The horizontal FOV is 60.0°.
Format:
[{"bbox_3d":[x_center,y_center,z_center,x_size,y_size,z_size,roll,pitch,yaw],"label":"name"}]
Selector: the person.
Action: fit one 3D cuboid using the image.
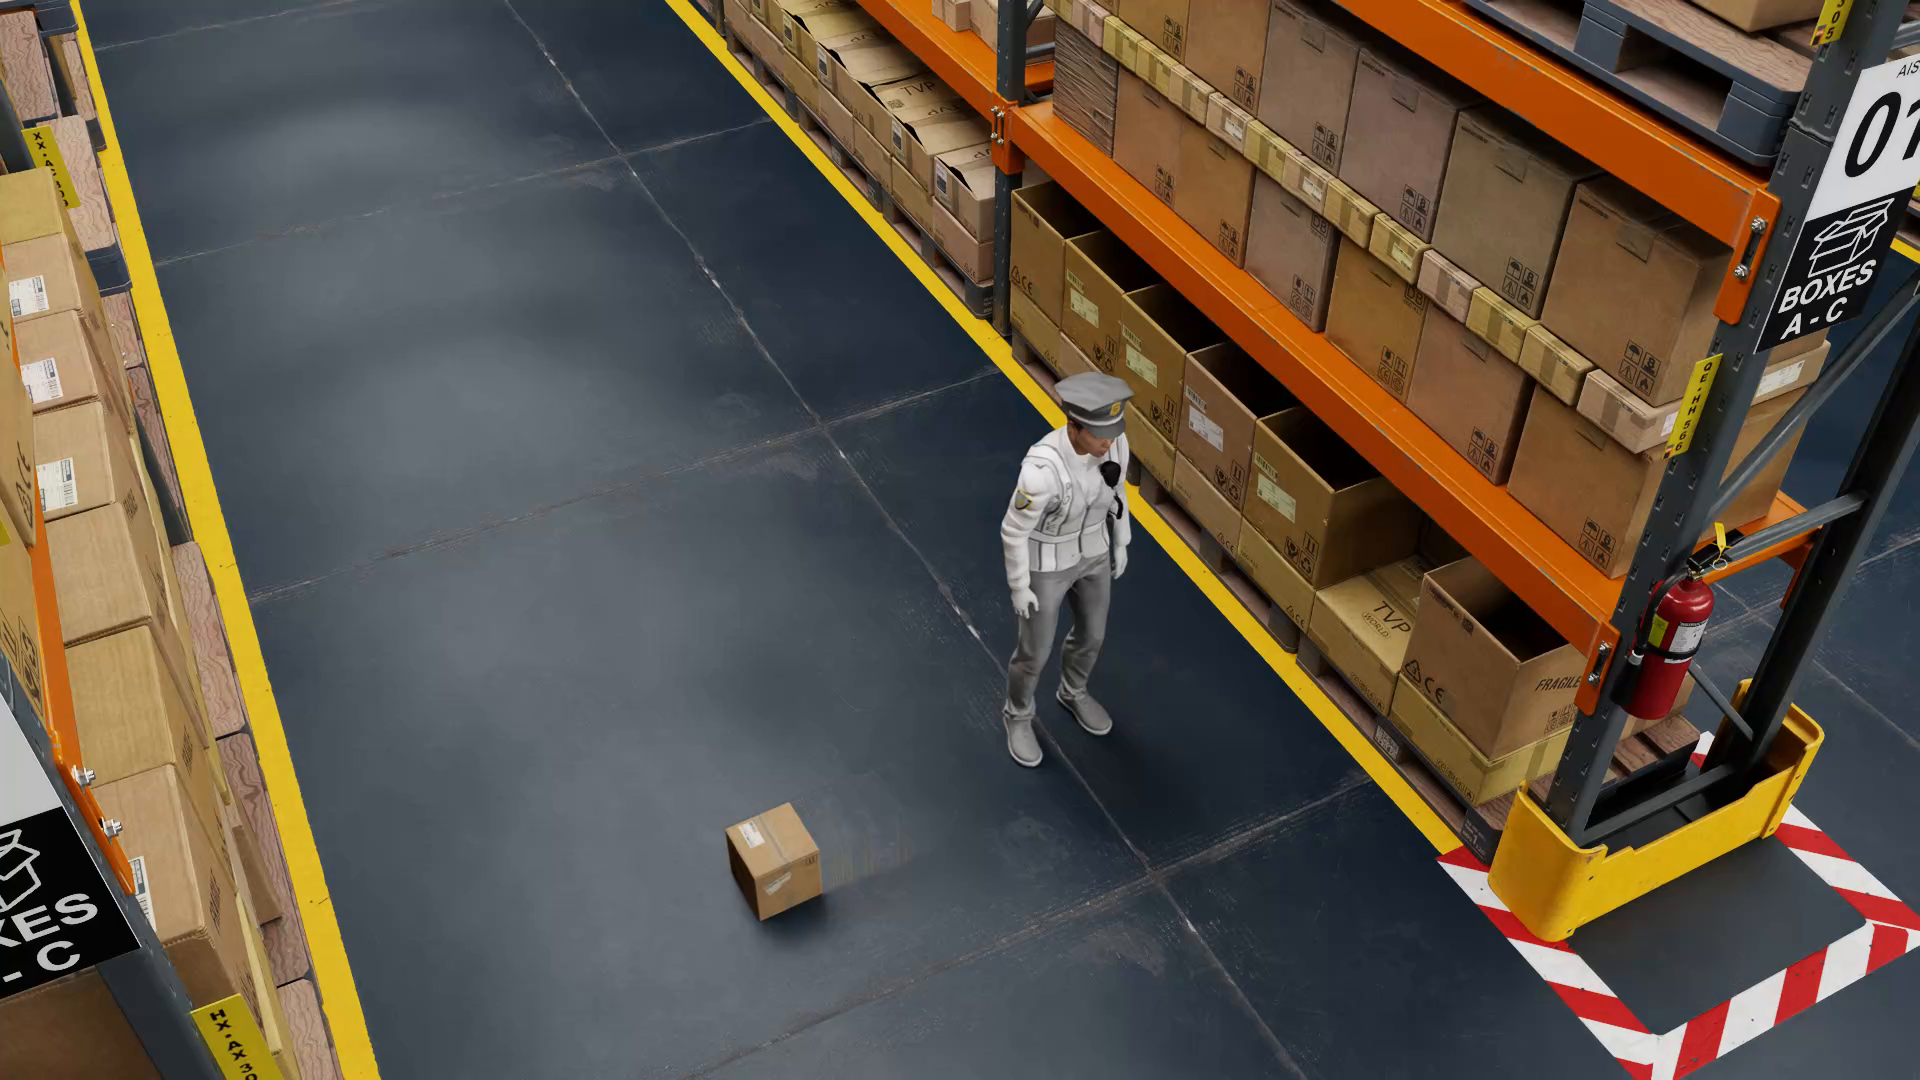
[{"bbox_3d":[0.392,0.087,6.058,0.545,1.662,0.376,-22,46,-23],"label":"person"}]
